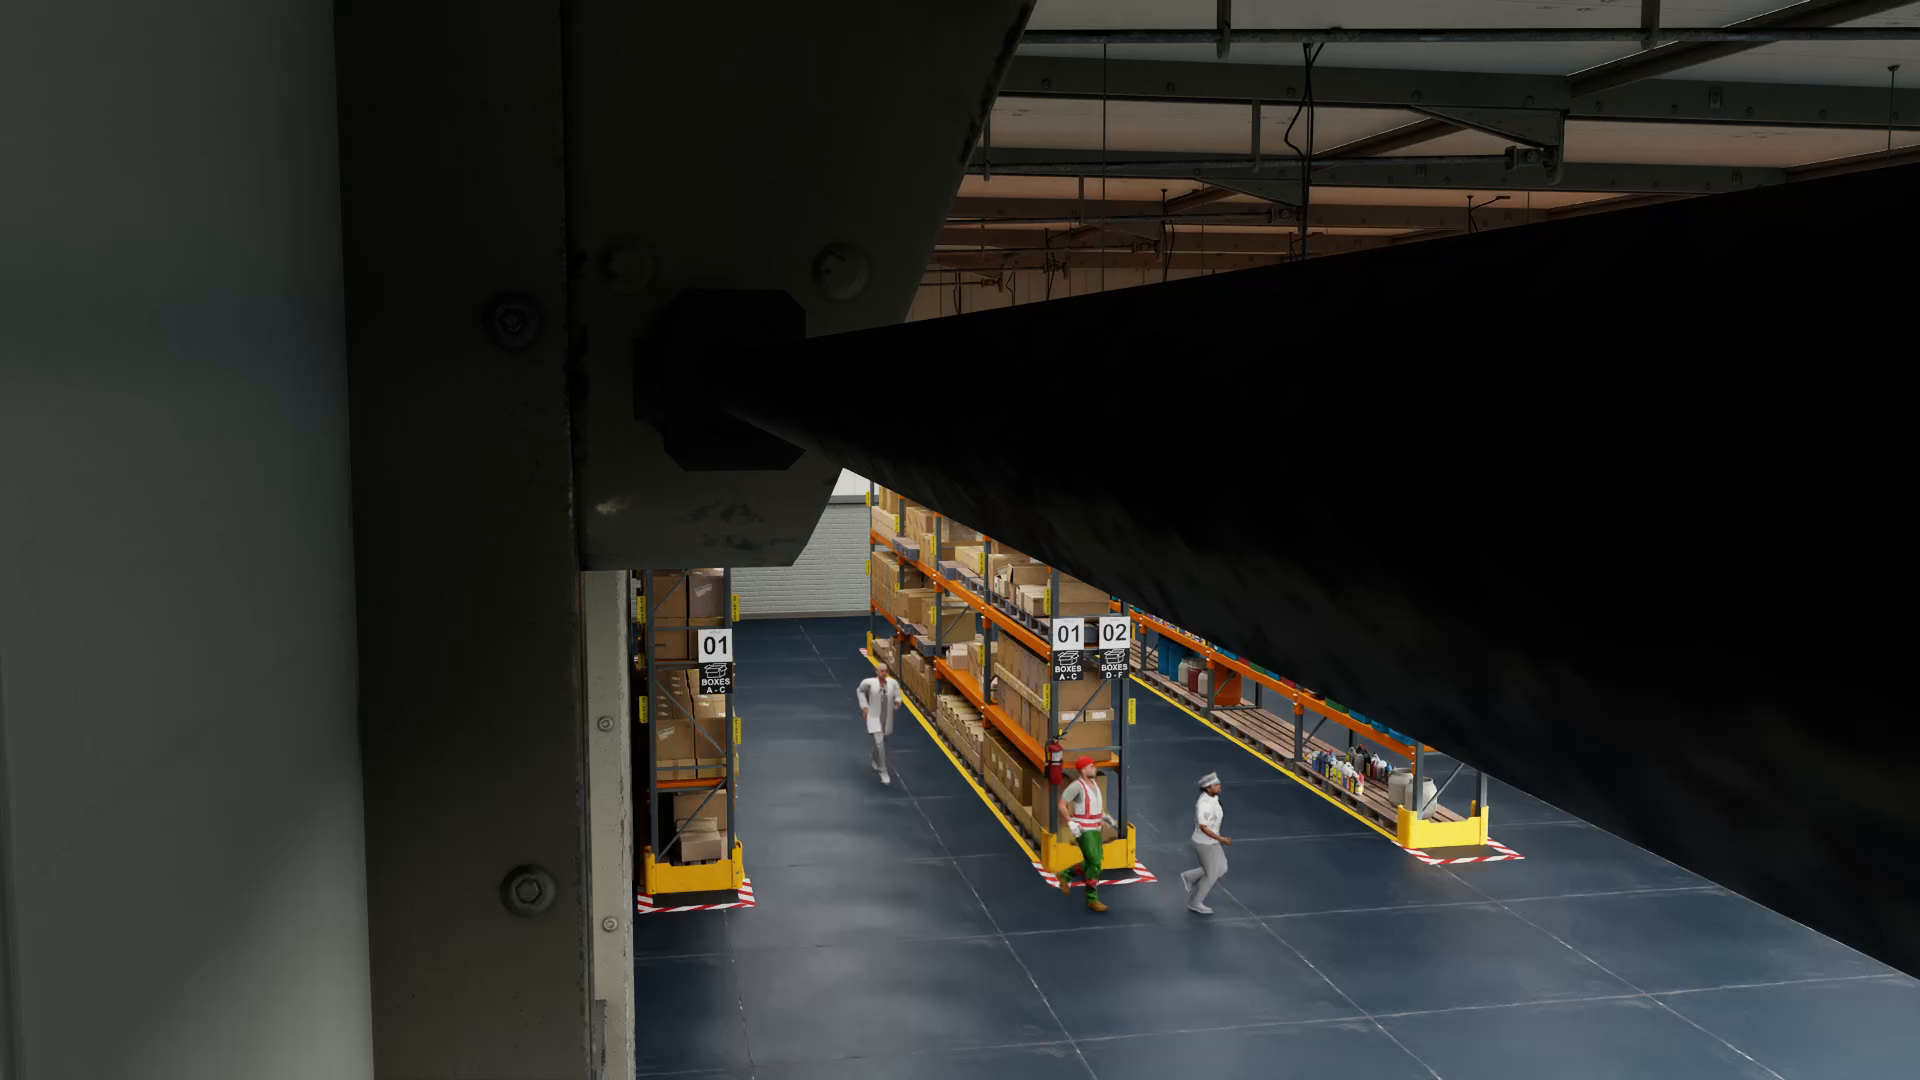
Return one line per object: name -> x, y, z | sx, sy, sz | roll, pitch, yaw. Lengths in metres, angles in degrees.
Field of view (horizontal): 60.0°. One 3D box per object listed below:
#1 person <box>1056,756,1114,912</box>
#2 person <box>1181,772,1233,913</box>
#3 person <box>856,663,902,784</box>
person -> 1.509, 3.431, 19.581 | 0.688, 1.754, 0.703 | 4, 7, 36
person -> 2.878, 3.502, 19.344 | 0.623, 1.667, 0.605 | 2, 6, 18
person -> -1.234, 2.780, 25.654 | 0.649, 1.787, 1.025 | -3, 7, -24
